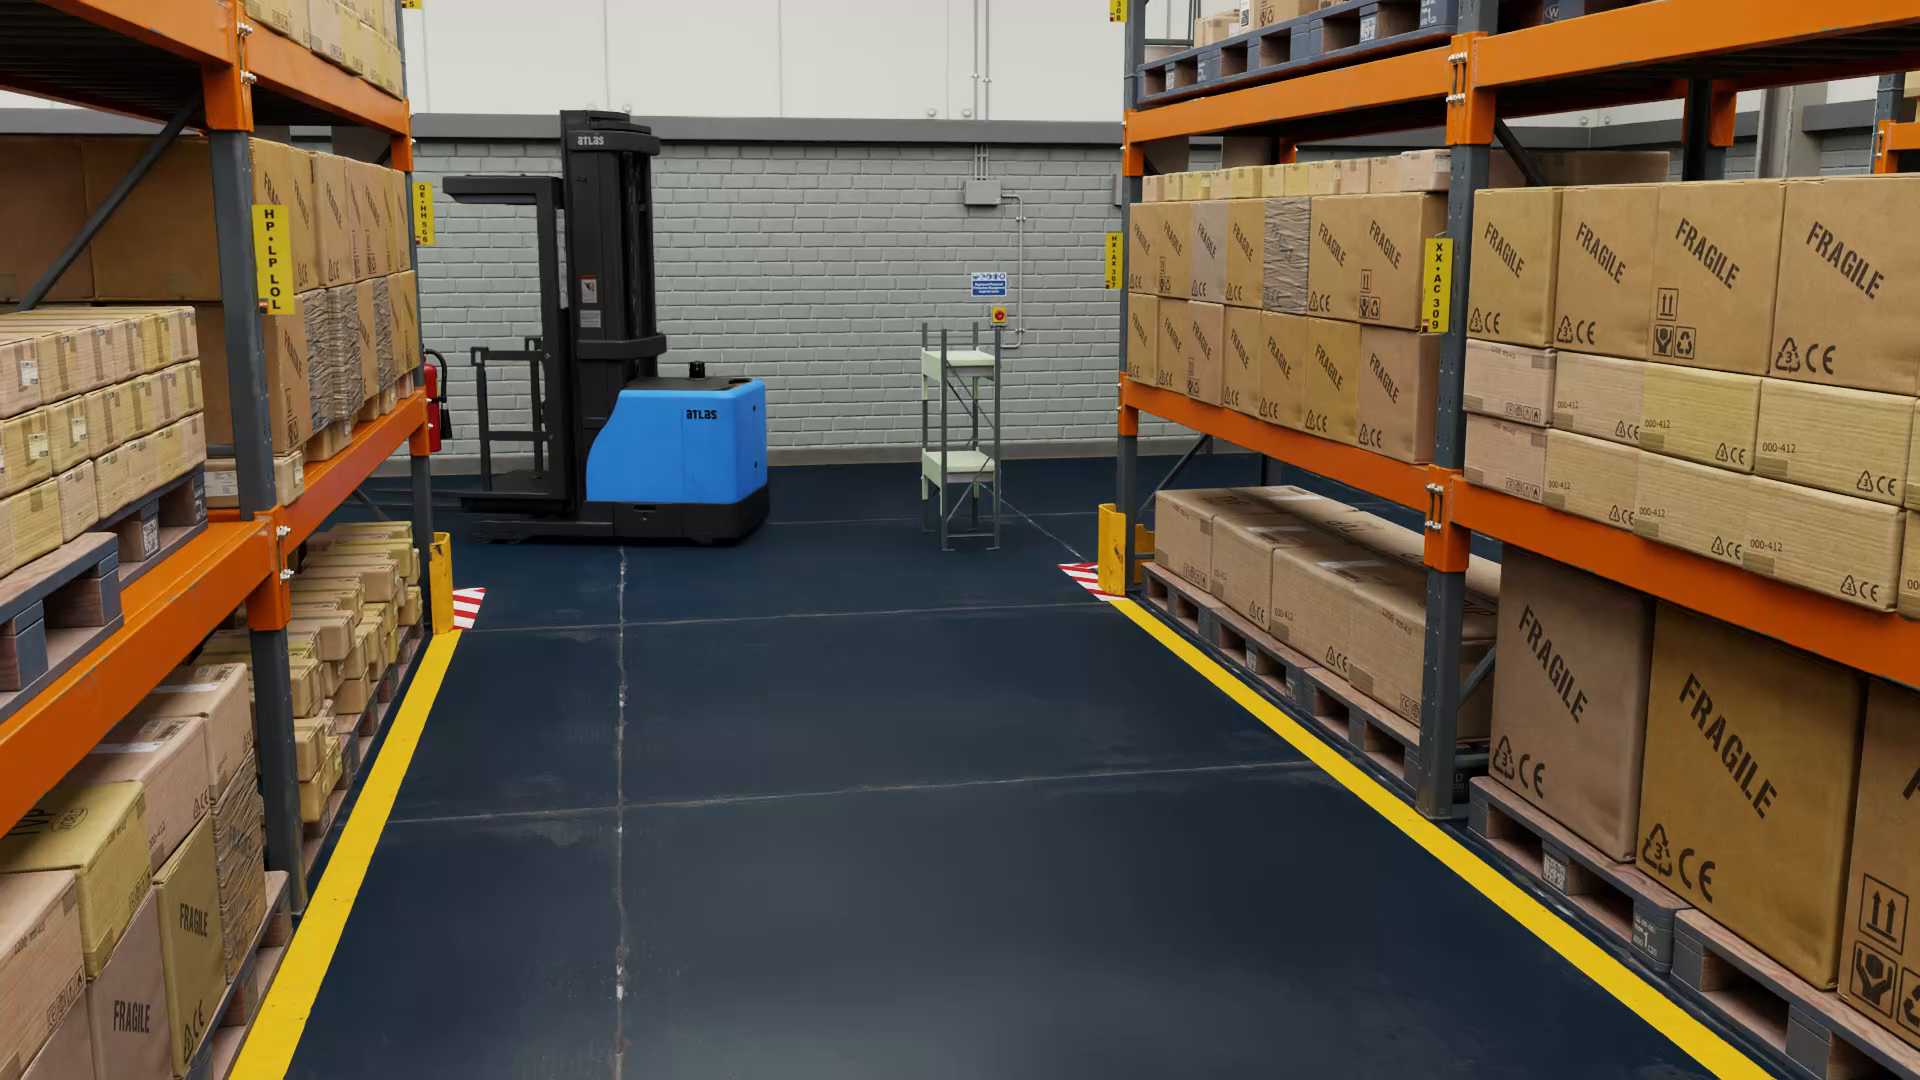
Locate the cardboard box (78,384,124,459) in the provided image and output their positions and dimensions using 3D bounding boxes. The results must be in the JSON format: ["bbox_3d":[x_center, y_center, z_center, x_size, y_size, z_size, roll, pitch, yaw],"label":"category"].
[{"bbox_3d":[-2.185,-0.273,3.863,0.380,0.149,0.250,-2,11,-13],"label":"cardboard box"}]

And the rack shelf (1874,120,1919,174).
[{"bbox_3d":[6.703,-2.121,8.717,1.077,0.370,4.000,-2,11,-11],"label":"rack shelf"}]

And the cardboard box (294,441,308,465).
[{"bbox_3d":[-2.619,-0.336,6.112,0.380,0.149,0.250,-3,11,-14],"label":"cardboard box"}]

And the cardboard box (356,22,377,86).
[{"bbox_3d":[-2.852,-2.129,7.238,0.500,0.250,0.500,-2,11,-9],"label":"cardboard box"}]

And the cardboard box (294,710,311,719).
[{"bbox_3d":[-2.506,0.673,5.845,0.380,0.149,0.250,-2,11,-11],"label":"cardboard box"}]

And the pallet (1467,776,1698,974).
[{"bbox_3d":[2.448,1.056,5.583,1.003,0.211,1.213,-2,11,-11],"label":"pallet"}]

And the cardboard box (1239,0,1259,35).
[{"bbox_3d":[1.688,-2.595,8.133,0.500,0.311,0.500,-2,11,-10],"label":"cardboard box"}]

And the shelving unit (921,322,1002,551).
[{"bbox_3d":[0.001,-0.736,11.550,0.431,1.500,0.755,-2,11,-11],"label":"shelving unit"}]

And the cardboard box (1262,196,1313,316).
[{"bbox_3d":[1.663,-1.256,7.330,0.500,0.500,0.500,-2,11,-10],"label":"cardboard box"}]

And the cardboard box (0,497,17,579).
[{"bbox_3d":[-2.032,0.017,3.136,0.380,0.149,0.250,-2,11,-13],"label":"cardboard box"}]

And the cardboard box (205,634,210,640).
[{"bbox_3d":[-3.262,0.356,6.716,0.380,0.149,0.250,-3,11,-13],"label":"cardboard box"}]

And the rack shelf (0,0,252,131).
[{"bbox_3d":[-2.223,-1.007,2.868,1.077,0.370,4.000,-2,11,-11],"label":"rack shelf"}]

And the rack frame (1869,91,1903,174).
[{"bbox_3d":[6.314,-1.367,10.858,1.000,3.000,0.127,-2,11,-11],"label":"rack frame"}]

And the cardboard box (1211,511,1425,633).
[{"bbox_3d":[1.859,0.151,8.609,0.875,0.438,0.875,-2,11,-9],"label":"cardboard box"}]

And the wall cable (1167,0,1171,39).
[{"bbox_3d":[0.802,-5.193,14.913,2.355,3.000,0.029,-2,11,-11],"label":"wall cable"}]

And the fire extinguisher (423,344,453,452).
[{"bbox_3d":[-2.986,-0.829,9.236,0.296,0.674,0.183,-2,11,-11],"label":"fire extinguisher"}]

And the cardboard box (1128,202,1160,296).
[{"bbox_3d":[1.260,-1.628,9.286,0.500,0.500,0.500,-2,11,-12],"label":"cardboard box"}]

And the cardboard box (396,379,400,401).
[{"bbox_3d":[-3.037,-0.768,8.379,0.380,0.149,0.250,-2,11,-11],"label":"cardboard box"}]

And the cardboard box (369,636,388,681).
[{"bbox_3d":[-2.761,0.531,7.387,0.380,0.149,0.250,-2,11,-10],"label":"cardboard box"}]

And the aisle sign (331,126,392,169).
[{"bbox_3d":[-3.110,-2.289,8.747,0.394,0.787,0.004,-2,11,-11],"label":"aisle sign"}]

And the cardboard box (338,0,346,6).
[{"bbox_3d":[-2.766,-2.277,6.679,0.500,0.250,0.500,-3,11,-13],"label":"cardboard box"}]

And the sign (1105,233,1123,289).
[{"bbox_3d":[0.901,-1.631,9.717,0.100,0.325,0.005,-2,11,-11],"label":"sign"}]

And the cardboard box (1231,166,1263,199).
[{"bbox_3d":[1.504,-1.684,7.845,0.380,0.149,0.250,-2,11,-12],"label":"cardboard box"}]

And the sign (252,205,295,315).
[{"bbox_3d":[-2.068,-0.844,5.009,0.100,0.325,0.005,-2,11,-11],"label":"sign"}]

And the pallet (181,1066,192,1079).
[{"bbox_3d":[-2.218,1.483,3.341,1.003,0.211,1.213,-2,11,-11],"label":"pallet"}]

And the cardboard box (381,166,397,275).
[{"bbox_3d":[-2.958,-1.506,7.850,0.500,0.500,0.500,-3,11,-13],"label":"cardboard box"}]

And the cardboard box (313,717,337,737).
[{"bbox_3d":[-2.518,0.769,6.134,0.380,0.149,0.250,-2,11,-11],"label":"cardboard box"}]

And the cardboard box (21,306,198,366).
[{"bbox_3d":[-2.342,-0.563,4.587,0.380,0.149,0.250,-2,11,-8],"label":"cardboard box"}]

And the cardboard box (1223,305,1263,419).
[{"bbox_3d":[1.579,-0.860,7.924,0.500,0.500,0.500,-2,11,-9],"label":"cardboard box"}]

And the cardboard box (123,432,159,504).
[{"bbox_3d":[-2.243,-0.178,4.157,0.380,0.149,0.250,-2,11,-11],"label":"cardboard box"}]

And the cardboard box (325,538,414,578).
[{"bbox_3d":[-2.871,0.093,8.094,0.380,0.149,0.250,-2,11,-12],"label":"cardboard box"}]

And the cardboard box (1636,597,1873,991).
[{"bbox_3d":[2.607,0.661,4.760,0.875,0.875,0.875,-2,11,-9],"label":"cardboard box"}]

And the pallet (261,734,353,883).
[{"bbox_3d":[-2.777,0.994,5.909,1.003,0.211,1.213,-2,11,-11],"label":"pallet"}]

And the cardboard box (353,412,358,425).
[{"bbox_3d":[-2.885,-0.575,7.368,0.380,0.149,0.250,-3,11,-13],"label":"cardboard box"}]

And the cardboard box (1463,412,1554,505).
[{"bbox_3d":[2.051,-0.288,5.591,0.500,0.250,0.500,-2,11,-12],"label":"cardboard box"}]

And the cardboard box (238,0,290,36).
[{"bbox_3d":[-2.443,-1.748,5.238,0.500,0.250,0.500,-2,11,-8],"label":"cardboard box"}]

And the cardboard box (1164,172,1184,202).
[{"bbox_3d":[1.303,-1.873,8.836,0.380,0.149,0.250,-2,11,-9],"label":"cardboard box"}]

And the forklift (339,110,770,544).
[{"bbox_3d":[-2.959,-1.509,11.785,3.031,2.935,1.130,1,11,7],"label":"forklift"}]

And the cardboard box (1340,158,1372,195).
[{"bbox_3d":[1.801,-1.501,6.881,0.380,0.149,0.250,-2,11,-11],"label":"cardboard box"}]

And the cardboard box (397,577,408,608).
[{"bbox_3d":[-2.904,0.242,8.108,0.380,0.149,0.250,-3,11,-13],"label":"cardboard box"}]

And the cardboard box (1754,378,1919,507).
[{"bbox_3d":[2.334,-0.253,4.065,0.500,0.250,0.500,-2,11,-13],"label":"cardboard box"}]

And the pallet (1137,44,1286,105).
[{"bbox_3d":[1.601,-2.480,8.921,1.003,0.211,1.213,-2,11,-11],"label":"pallet"}]

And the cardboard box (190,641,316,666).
[{"bbox_3d":[-2.568,0.480,6.062,0.380,0.149,0.250,-2,11,-12],"label":"cardboard box"}]

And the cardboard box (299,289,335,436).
[{"bbox_3d":[-2.564,-0.640,5.972,0.500,0.500,0.500,-2,11,-11],"label":"cardboard box"}]

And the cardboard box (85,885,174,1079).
[{"bbox_3d":[-2.026,1.083,3.548,0.500,0.500,0.500,-2,11,-12],"label":"cardboard box"}]

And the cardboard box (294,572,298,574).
[{"bbox_3d":[-3.407,0.260,8.015,0.380,0.149,0.250,-2,11,-10],"label":"cardboard box"}]

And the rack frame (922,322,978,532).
[{"bbox_3d":[-0.070,-0.803,11.903,0.400,1.500,0.023,-2,11,-11],"label":"rack frame"}]

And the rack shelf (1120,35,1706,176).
[{"bbox_3d":[1.835,-1.939,7.765,1.077,0.370,4.000,-2,11,-11],"label":"rack shelf"}]

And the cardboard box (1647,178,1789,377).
[{"bbox_3d":[2.249,-0.717,4.501,0.500,0.500,0.500,-2,11,-12],"label":"cardboard box"}]

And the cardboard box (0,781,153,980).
[{"bbox_3d":[-2.015,0.718,3.459,0.500,0.250,0.500,-3,11,-14],"label":"cardboard box"}]

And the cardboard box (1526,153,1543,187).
[{"bbox_3d":[2.352,-1.425,6.486,0.380,0.149,0.250,-2,11,-10],"label":"cardboard box"}]

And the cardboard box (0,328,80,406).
[{"bbox_3d":[-2.145,-0.372,3.589,0.380,0.149,0.250,-2,11,-13],"label":"cardboard box"}]

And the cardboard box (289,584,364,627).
[{"bbox_3d":[-2.754,0.290,7.062,0.380,0.149,0.250,-2,11,-11],"label":"cardboard box"}]

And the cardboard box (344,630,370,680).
[{"bbox_3d":[-2.655,0.480,6.858,0.380,0.149,0.250,-2,11,-11],"label":"cardboard box"}]

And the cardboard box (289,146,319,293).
[{"bbox_3d":[-2.576,-1.126,5.855,0.500,0.500,0.500,-2,11,-13],"label":"cardboard box"}]

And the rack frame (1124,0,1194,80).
[{"bbox_3d":[1.446,-4.133,9.345,1.000,3.000,0.127,-2,11,-11],"label":"rack frame"}]

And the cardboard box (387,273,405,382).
[{"bbox_3d":[-2.955,-1.015,7.944,0.500,0.500,0.500,-2,11,-12],"label":"cardboard box"}]

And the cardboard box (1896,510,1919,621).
[{"bbox_3d":[2.452,0.085,3.626,0.500,0.250,0.500,-2,11,-12],"label":"cardboard box"}]
